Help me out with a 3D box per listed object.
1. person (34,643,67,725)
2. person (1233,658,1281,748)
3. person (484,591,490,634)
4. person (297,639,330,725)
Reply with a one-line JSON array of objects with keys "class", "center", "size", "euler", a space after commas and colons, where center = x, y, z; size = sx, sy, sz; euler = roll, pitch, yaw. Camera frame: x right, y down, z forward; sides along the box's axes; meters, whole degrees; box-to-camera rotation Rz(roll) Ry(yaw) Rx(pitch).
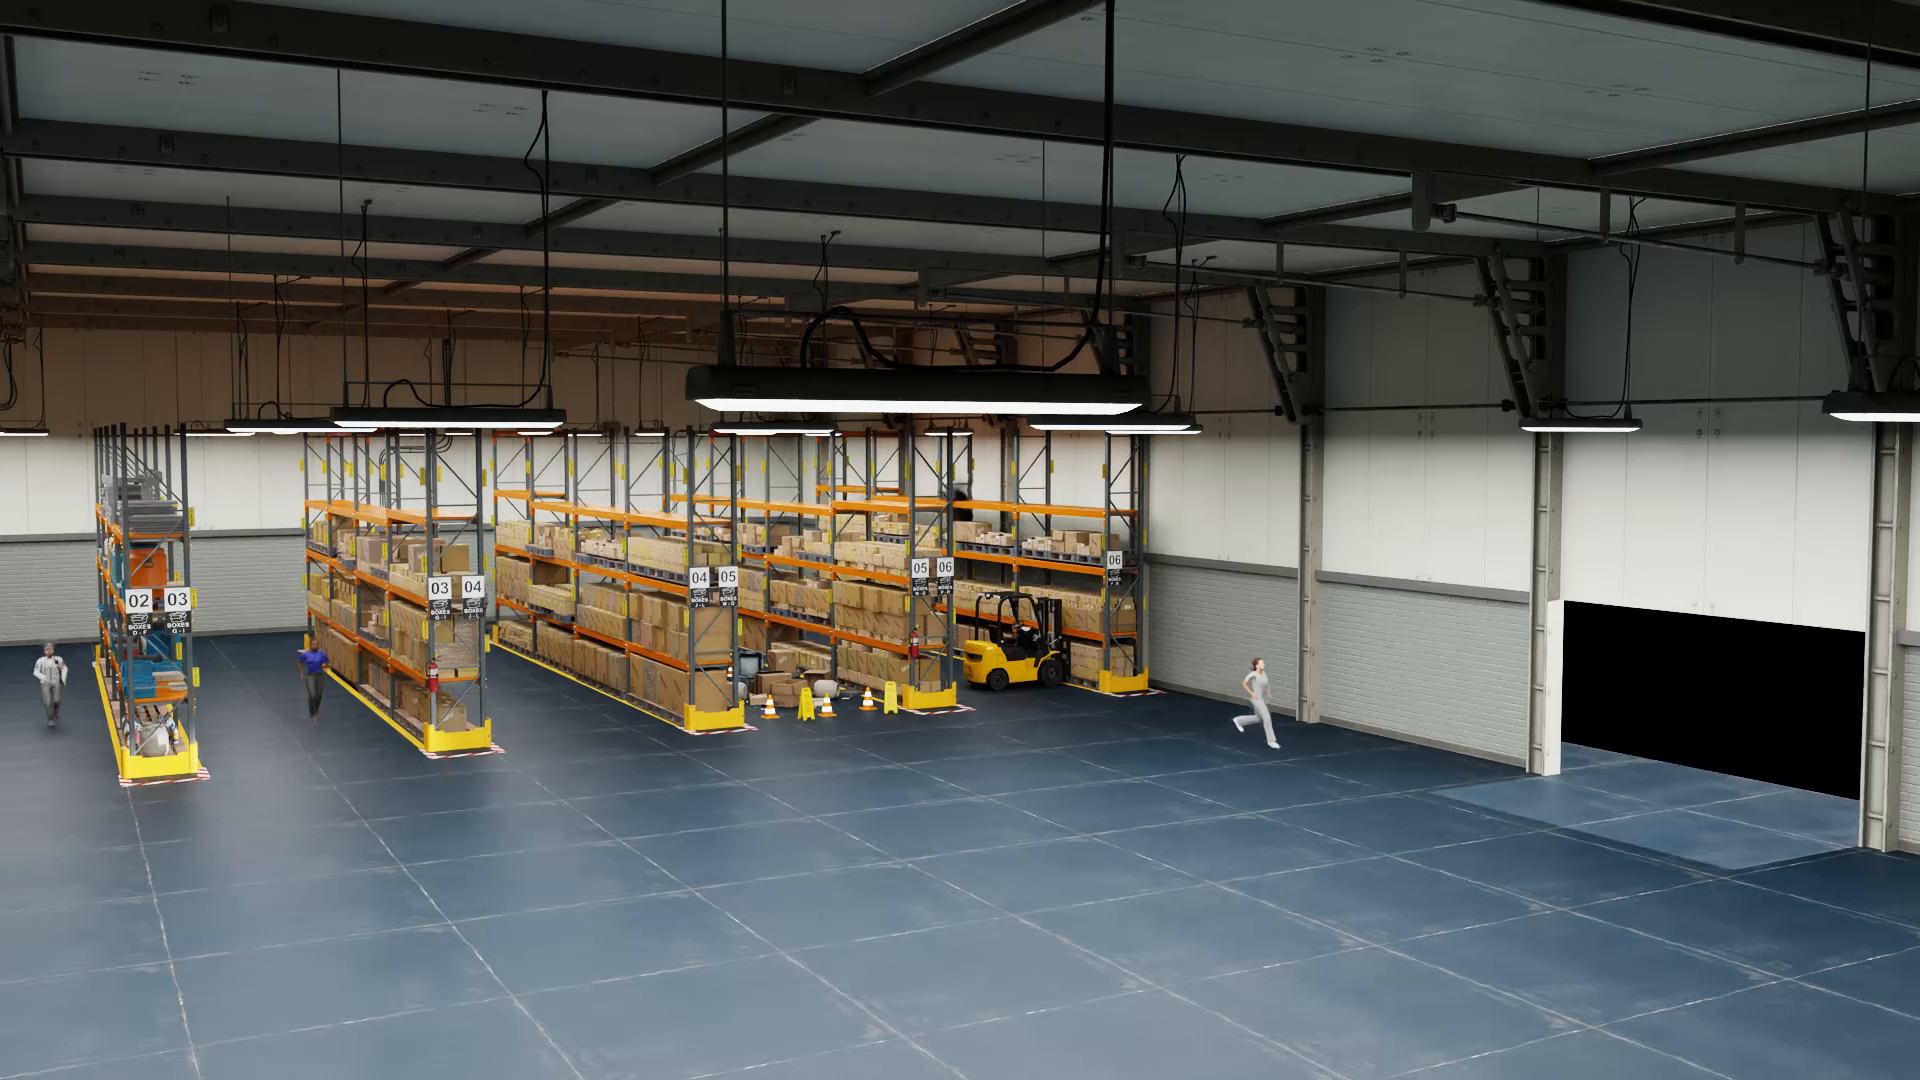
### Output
[{"class": "person", "center": [-18.194, 2.883, 33.291], "size": [0.607, 1.659, 0.541], "euler": [-2, 4, -31]}, {"class": "person", "center": [5.579, 3.027, 31.187], "size": [1.075, 1.663, 0.540], "euler": [3, 4, 40]}, {"class": "person", "center": [-13.663, 2.028, 47.363], "size": [0.704, 1.687, 0.659], "euler": [3, 5, 41]}, {"class": "person", "center": [-13.070, 2.855, 33.673], "size": [0.549, 1.717, 0.763], "euler": [-3, 4, -36]}]
